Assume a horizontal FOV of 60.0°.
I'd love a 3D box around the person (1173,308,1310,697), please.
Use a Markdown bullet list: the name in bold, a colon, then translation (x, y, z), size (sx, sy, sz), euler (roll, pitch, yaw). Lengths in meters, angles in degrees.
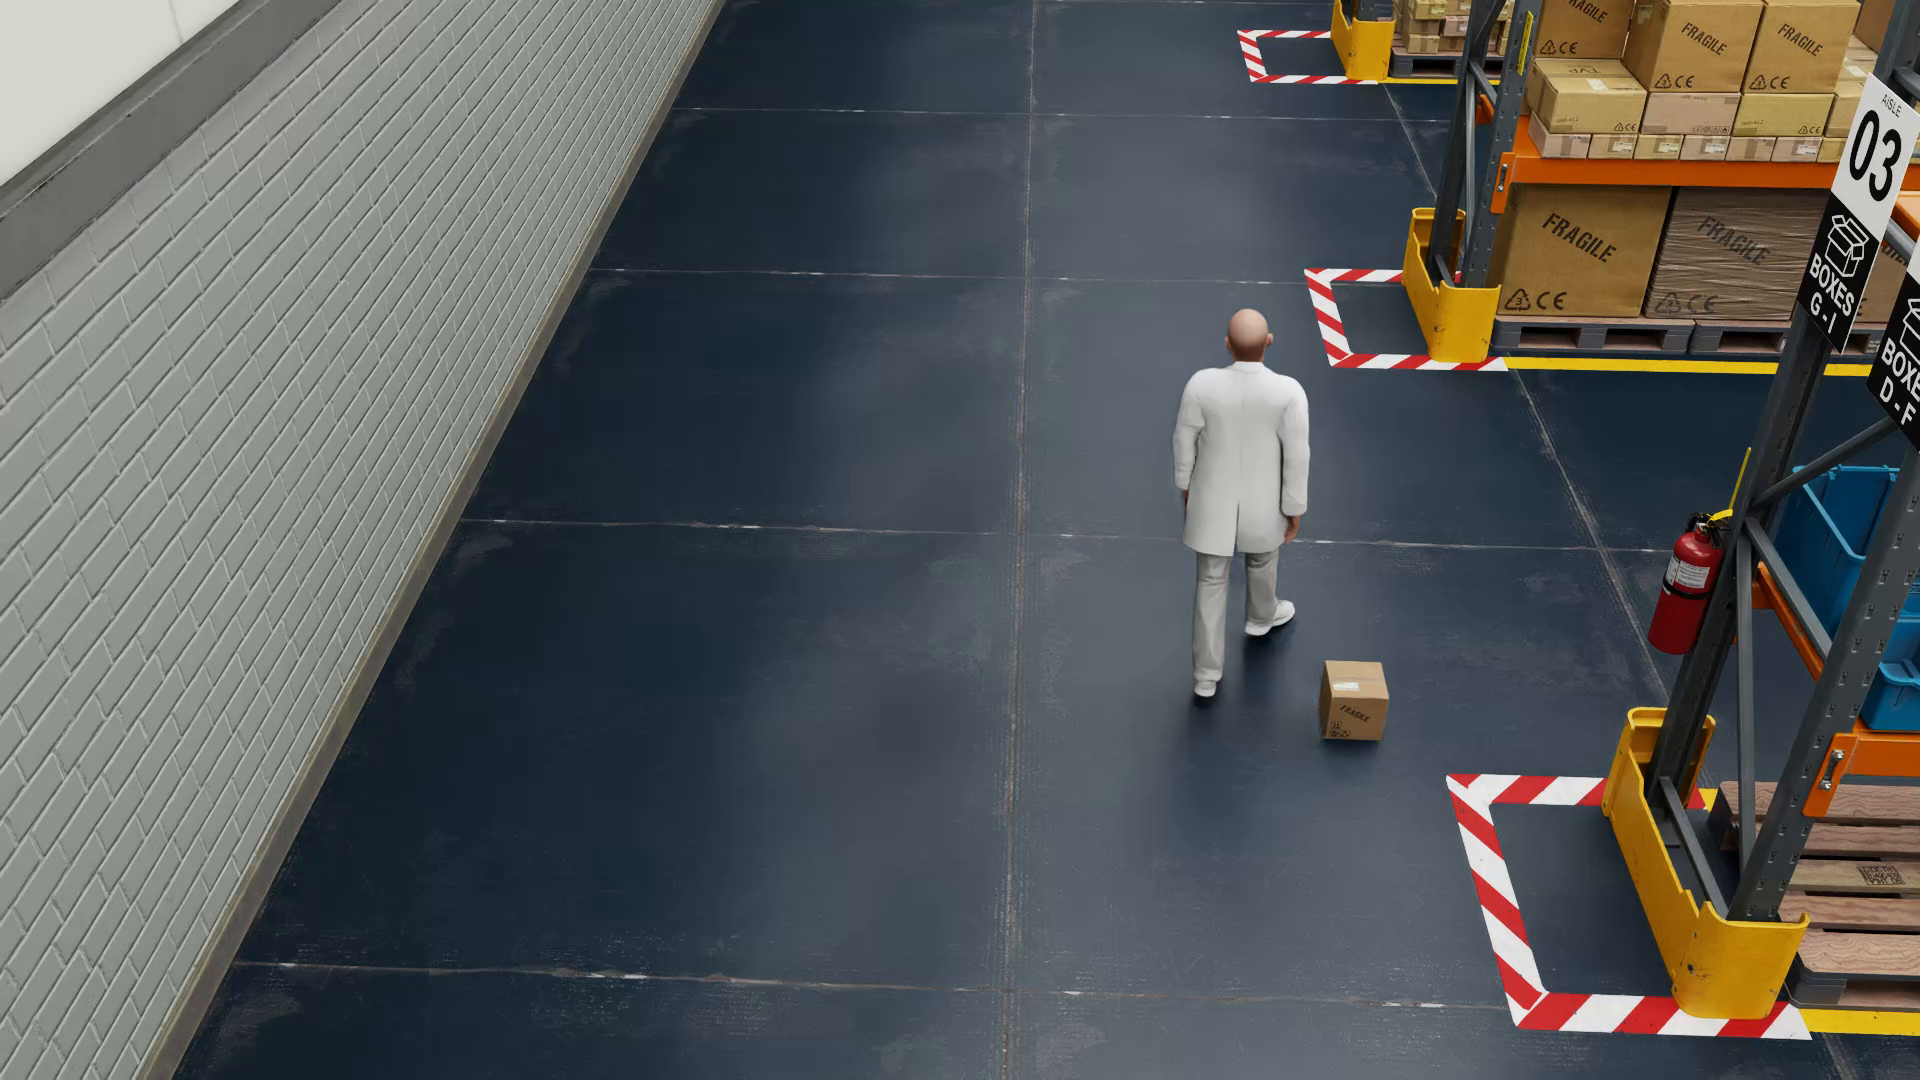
- **person**: translation (1.251, -0.141, 7.424), size (0.648, 1.666, 0.835), euler (6, 36, 9)
